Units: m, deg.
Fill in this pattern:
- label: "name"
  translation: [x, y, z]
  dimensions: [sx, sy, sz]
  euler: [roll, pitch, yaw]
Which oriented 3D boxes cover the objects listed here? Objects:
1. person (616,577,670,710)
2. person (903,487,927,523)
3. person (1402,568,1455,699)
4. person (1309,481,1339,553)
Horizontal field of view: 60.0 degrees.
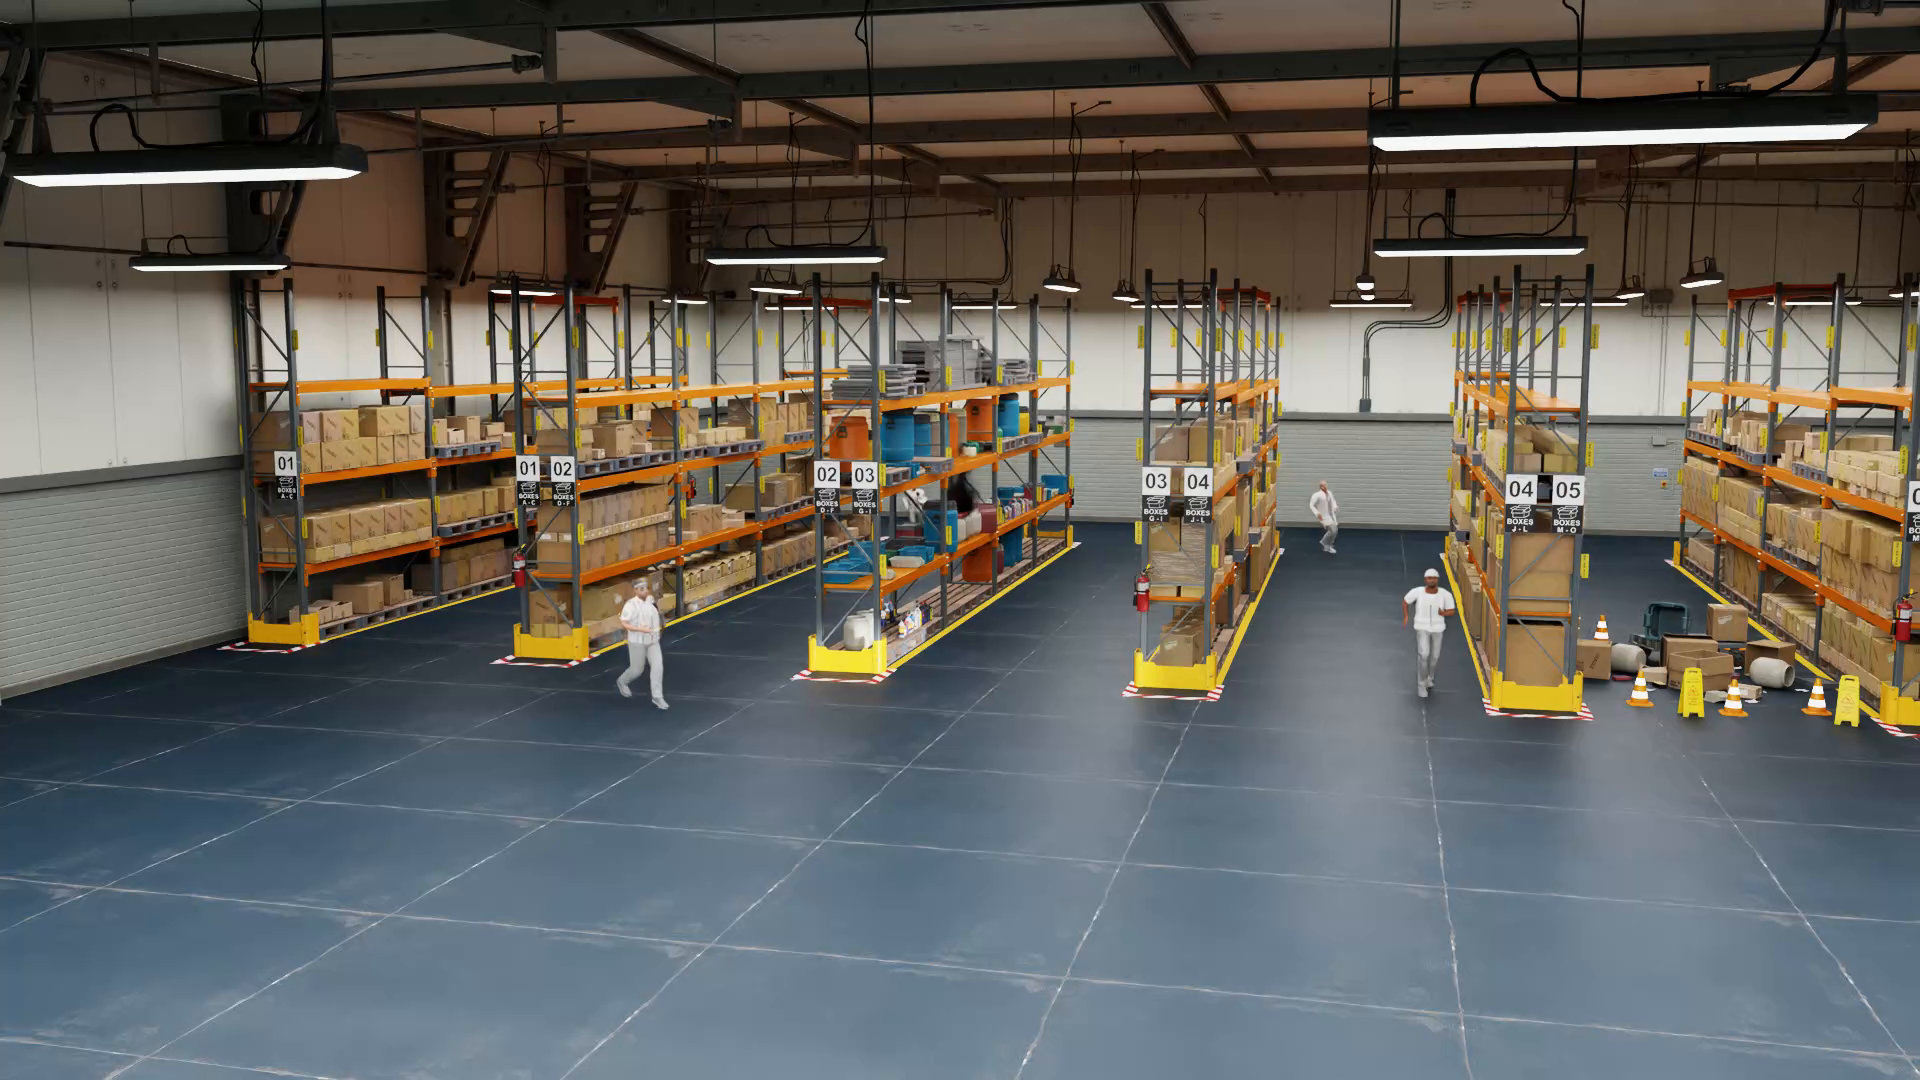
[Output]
- label: "person"
  translation: [-4.358, 1.396, 22.832]
  dimensions: [0.970, 1.797, 0.673]
  euler: [6, 9, 42]
- label: "person"
  translation: [-1.088, -0.636, 40.205]
  dimensions: [0.613, 1.752, 0.717]
  euler: [0, 7, 4]
- label: "person"
  translation: [6.645, 1.308, 23.566]
  dimensions: [0.684, 1.823, 0.754]
  euler: [1, 7, 5]
- label: "person"
  translation: [8.650, -0.538, 39.209]
  dimensions: [0.766, 1.716, 0.555]
  euler: [-4, 8, -31]
